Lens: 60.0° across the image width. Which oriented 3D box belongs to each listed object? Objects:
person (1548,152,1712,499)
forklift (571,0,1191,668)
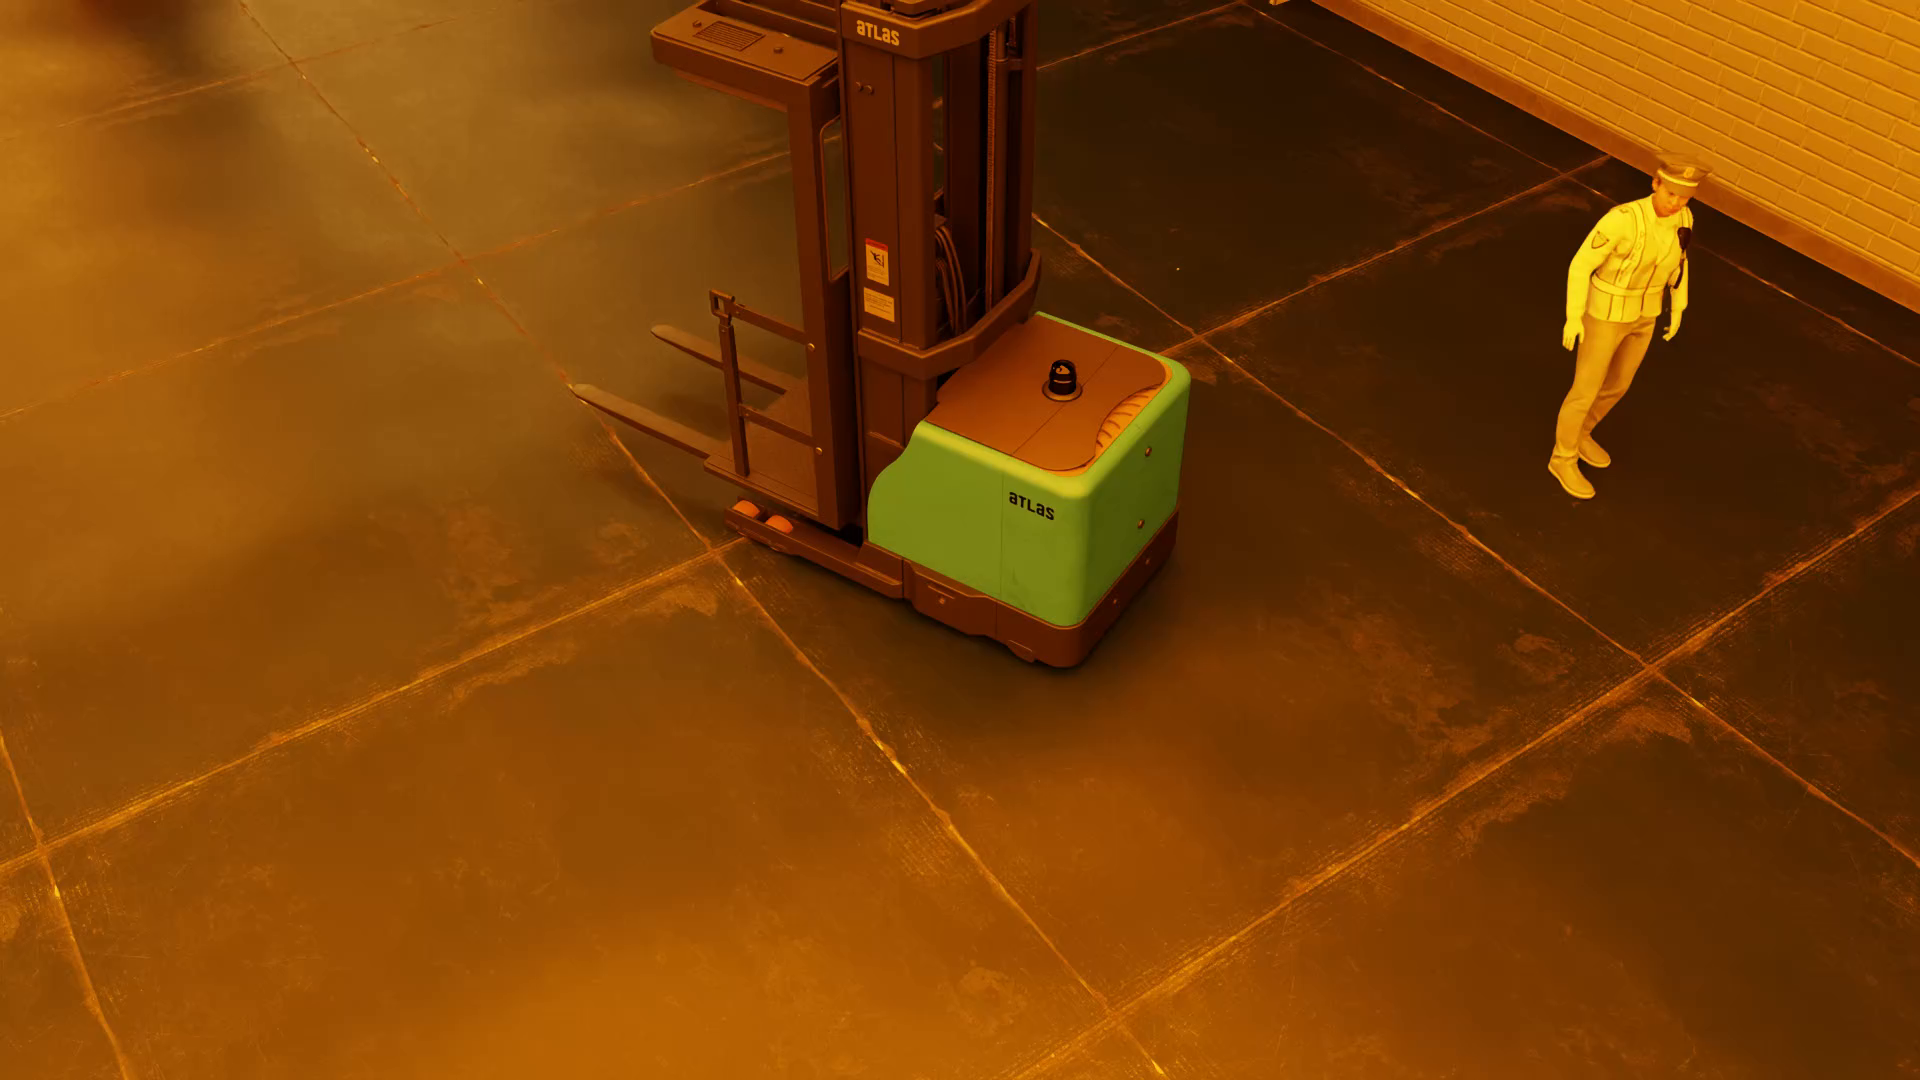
[{"bbox_3d":[3.121,-0.998,7.724,0.646,1.681,0.479,-15,45,-15],"label":"person"},{"bbox_3d":[-0.511,-1.302,7.129,3.031,2.935,1.130,24,48,24],"label":"forklift"}]
